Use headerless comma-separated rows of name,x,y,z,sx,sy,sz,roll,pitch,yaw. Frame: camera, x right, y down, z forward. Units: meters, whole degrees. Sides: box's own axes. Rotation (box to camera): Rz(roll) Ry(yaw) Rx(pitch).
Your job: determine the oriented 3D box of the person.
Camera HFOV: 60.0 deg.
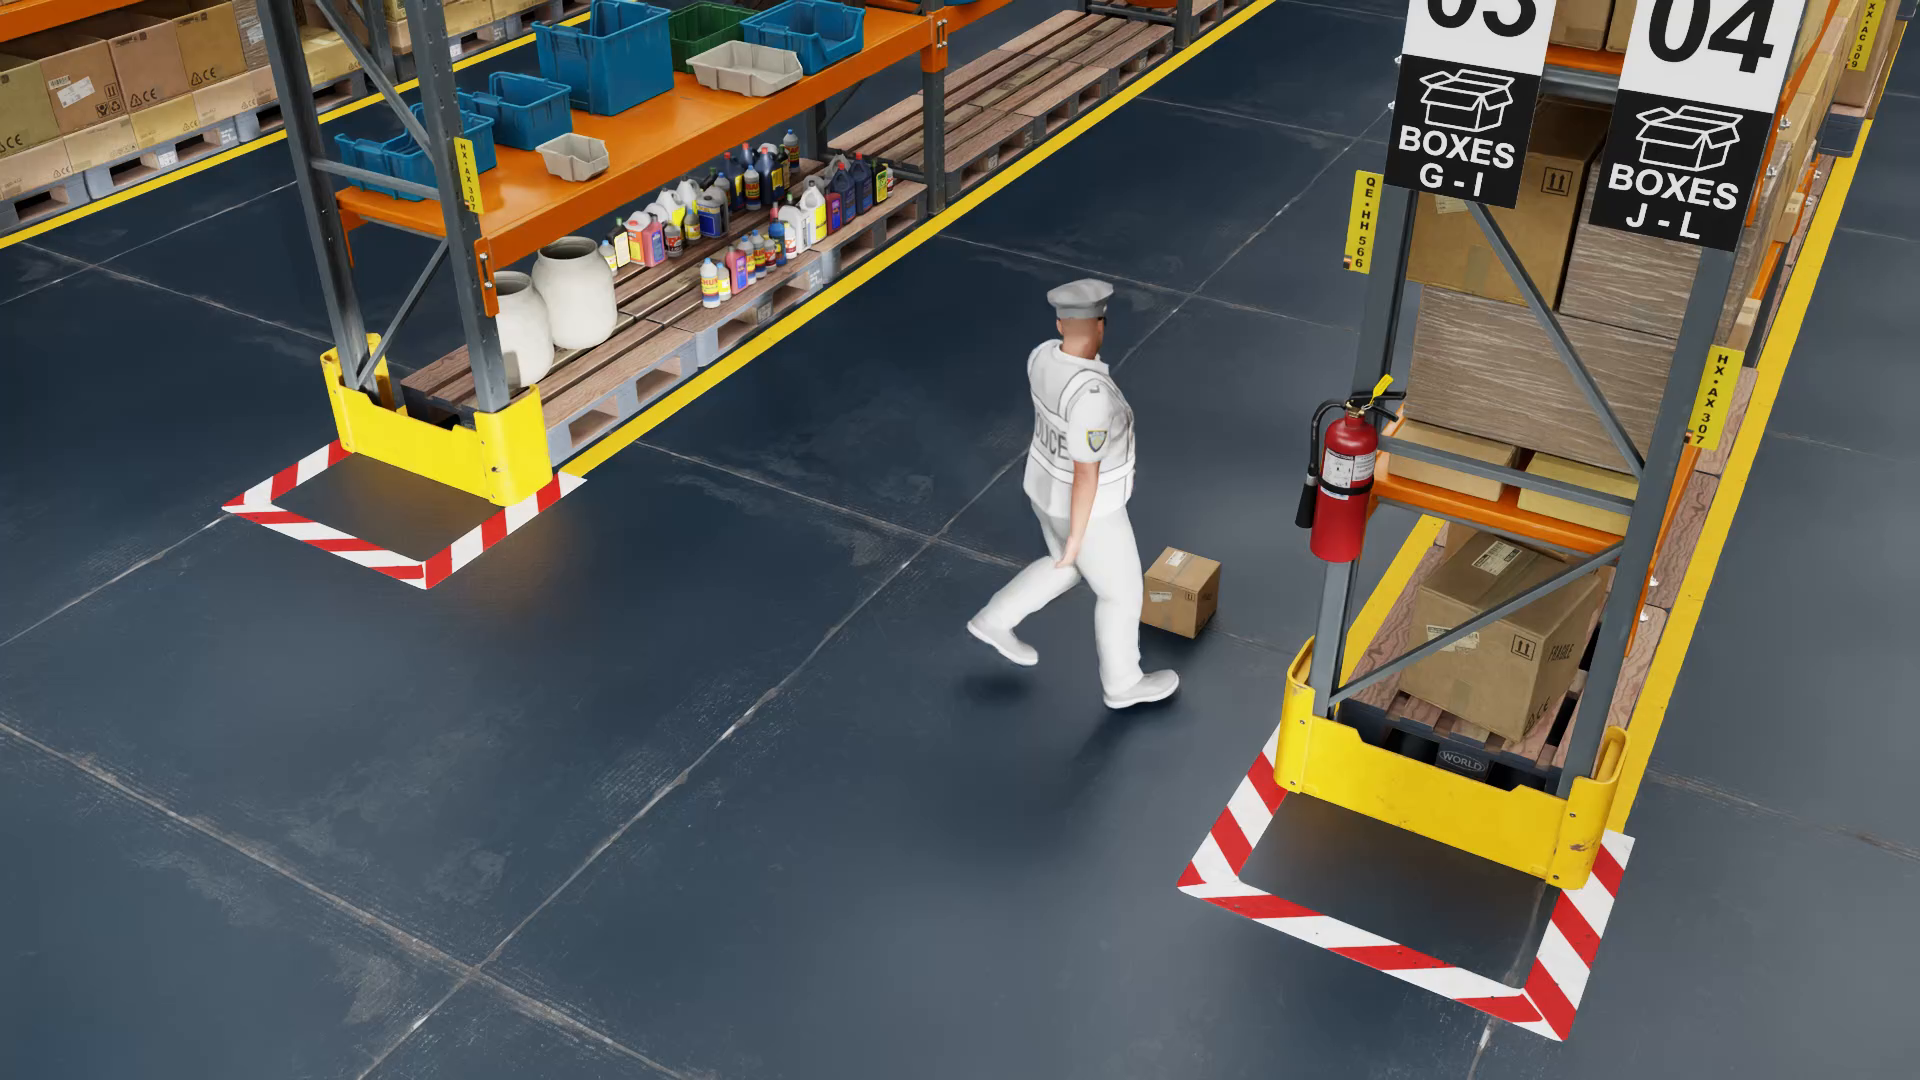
person,0.461,-0.157,6.373,0.737,1.708,0.587,-13,36,-18
